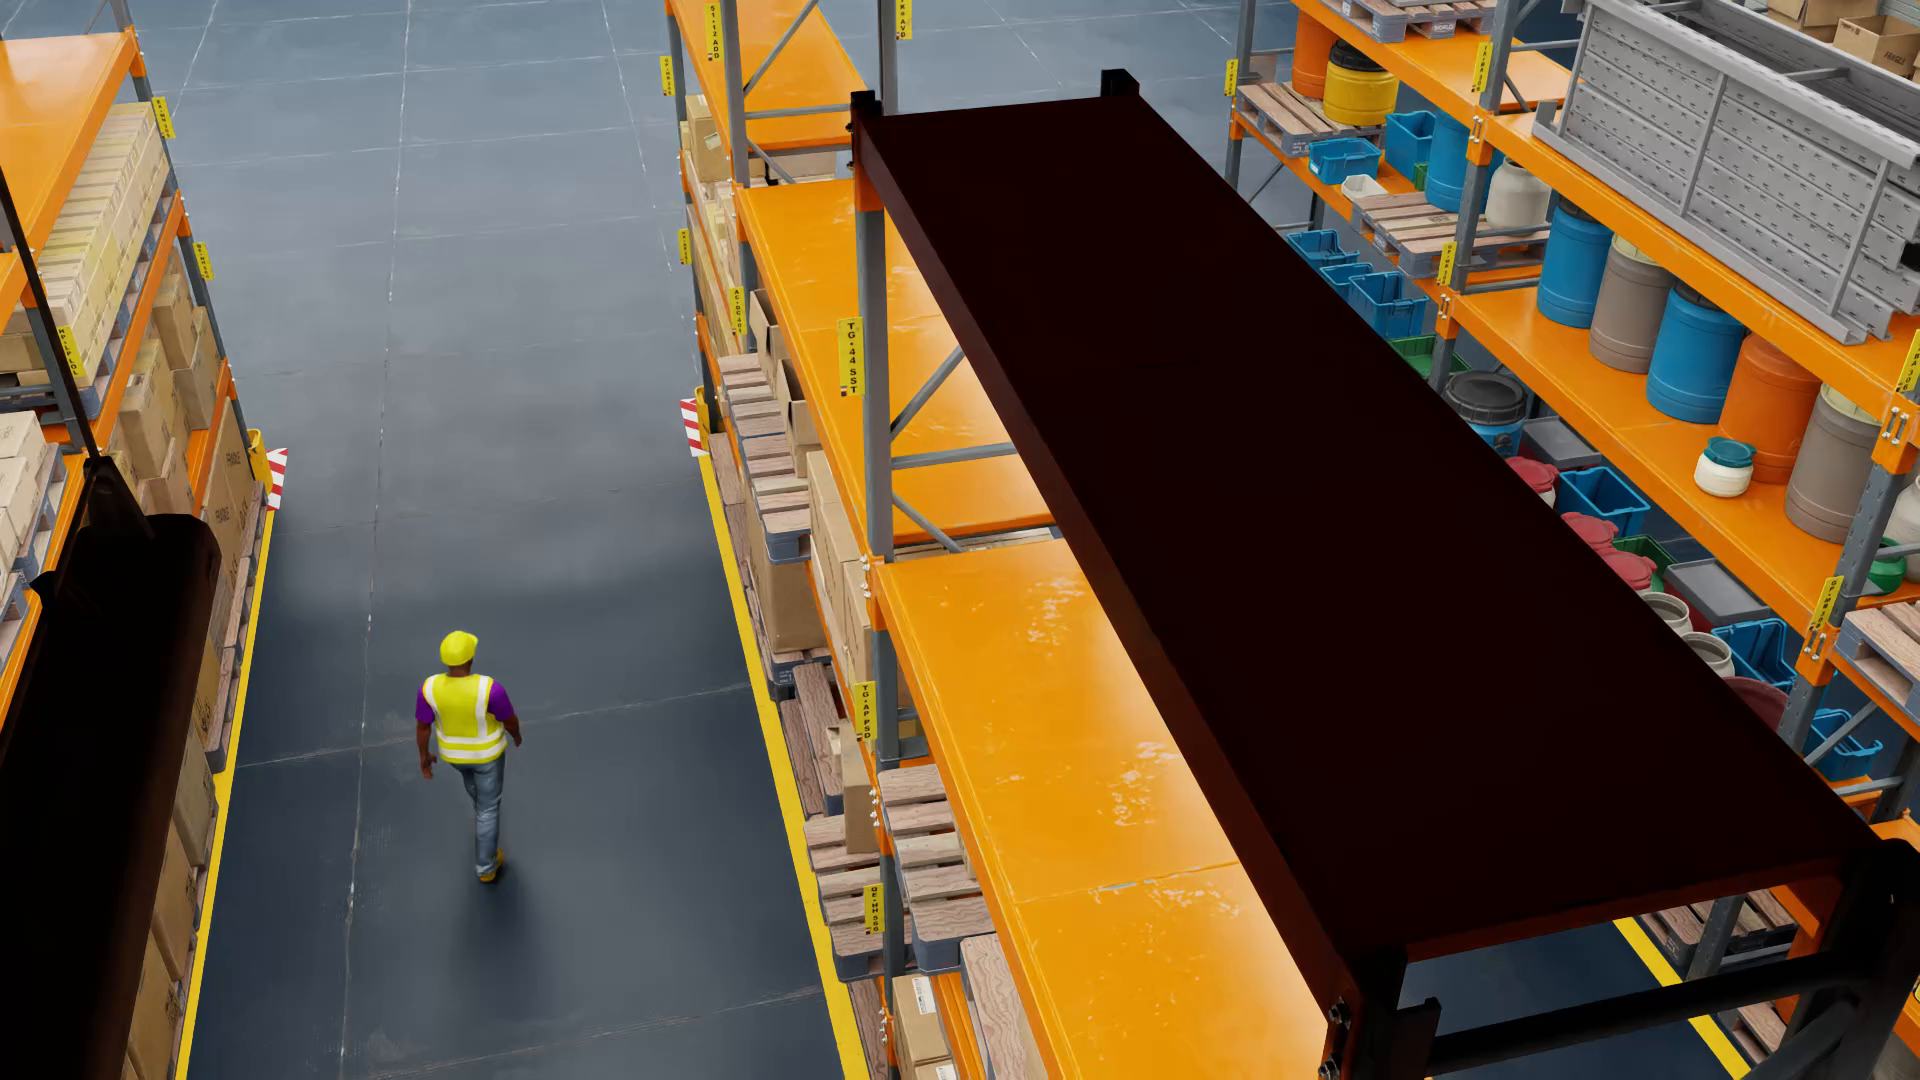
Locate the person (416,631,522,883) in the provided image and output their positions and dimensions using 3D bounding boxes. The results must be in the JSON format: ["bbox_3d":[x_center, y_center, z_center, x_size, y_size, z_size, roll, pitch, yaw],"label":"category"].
[{"bbox_3d":[-3.096,1.276,10.663,0.610,1.732,0.908,4,35,6],"label":"person"}]
